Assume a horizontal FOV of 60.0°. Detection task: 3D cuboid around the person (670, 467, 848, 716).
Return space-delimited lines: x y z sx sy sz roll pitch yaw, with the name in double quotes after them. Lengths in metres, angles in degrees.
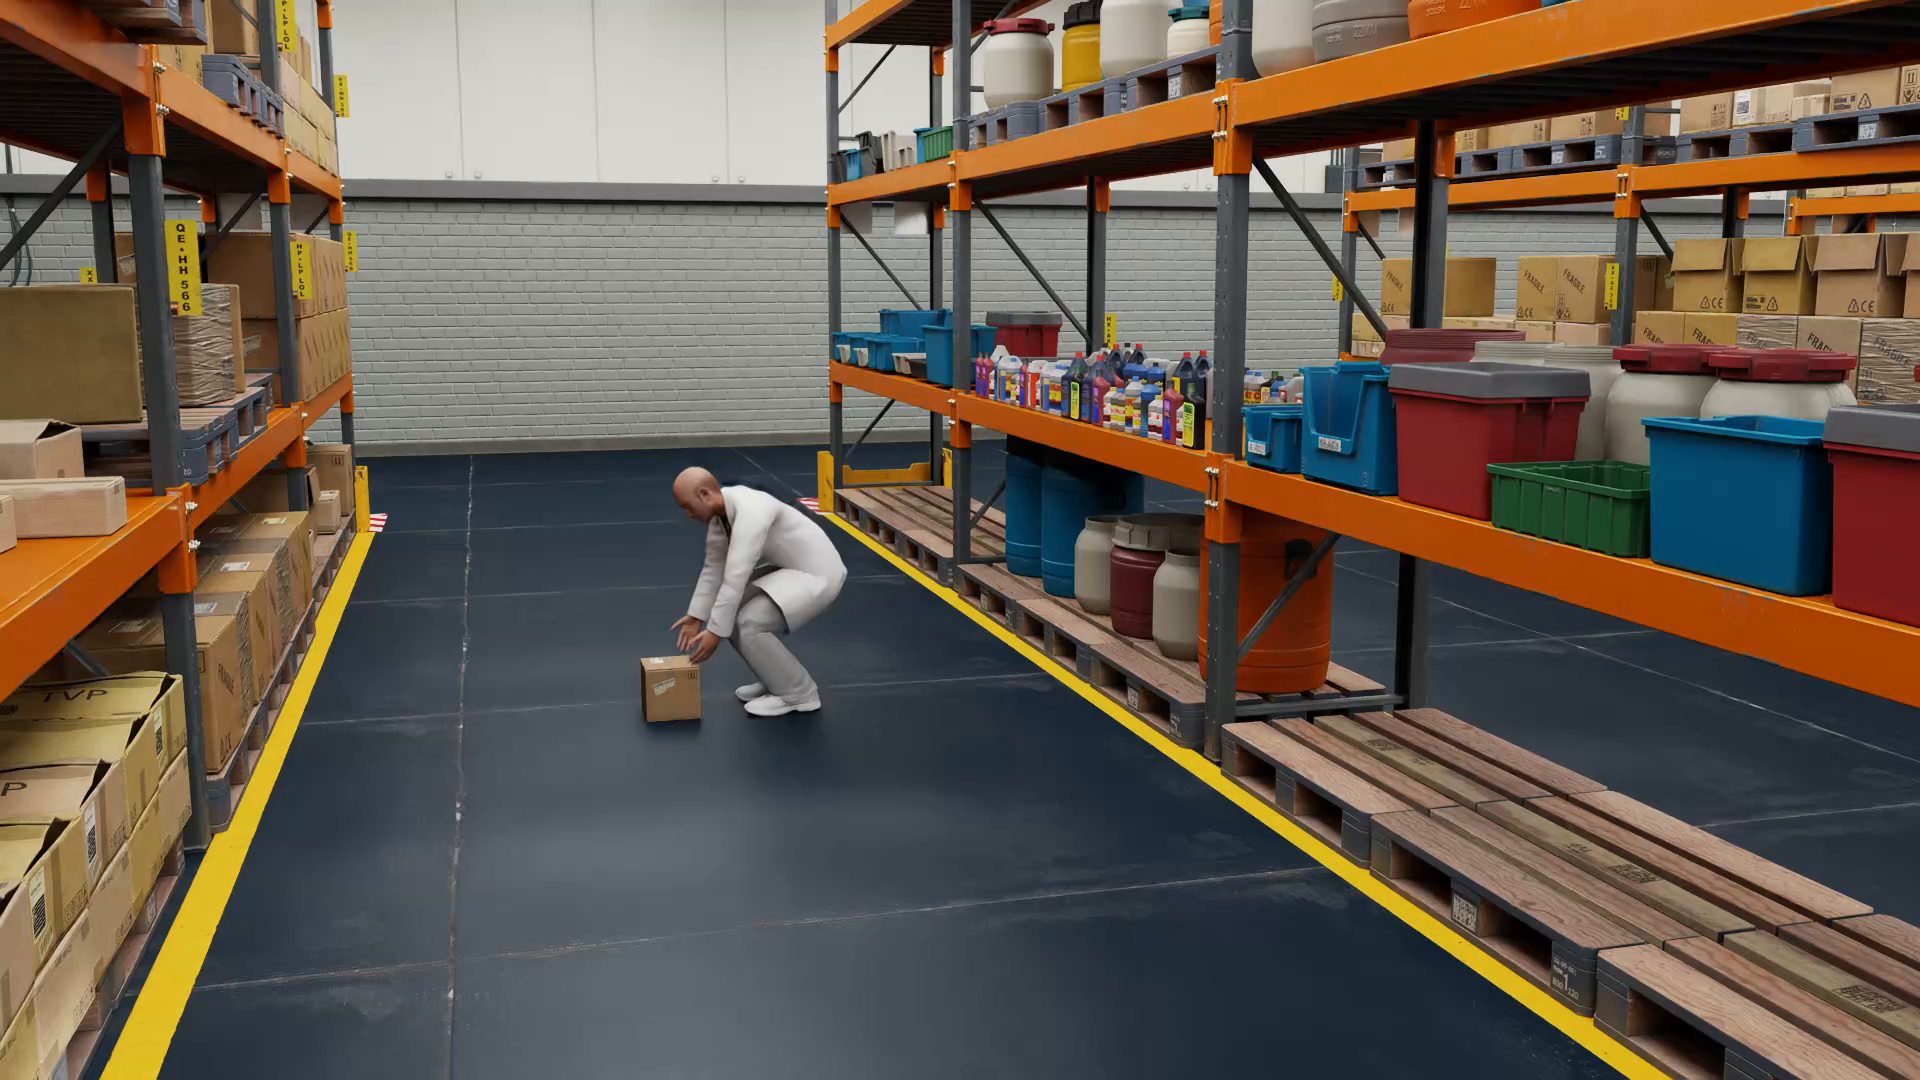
-0.943 0.266 7.896 0.830 1.103 0.625 -3 9 -16 "person"
